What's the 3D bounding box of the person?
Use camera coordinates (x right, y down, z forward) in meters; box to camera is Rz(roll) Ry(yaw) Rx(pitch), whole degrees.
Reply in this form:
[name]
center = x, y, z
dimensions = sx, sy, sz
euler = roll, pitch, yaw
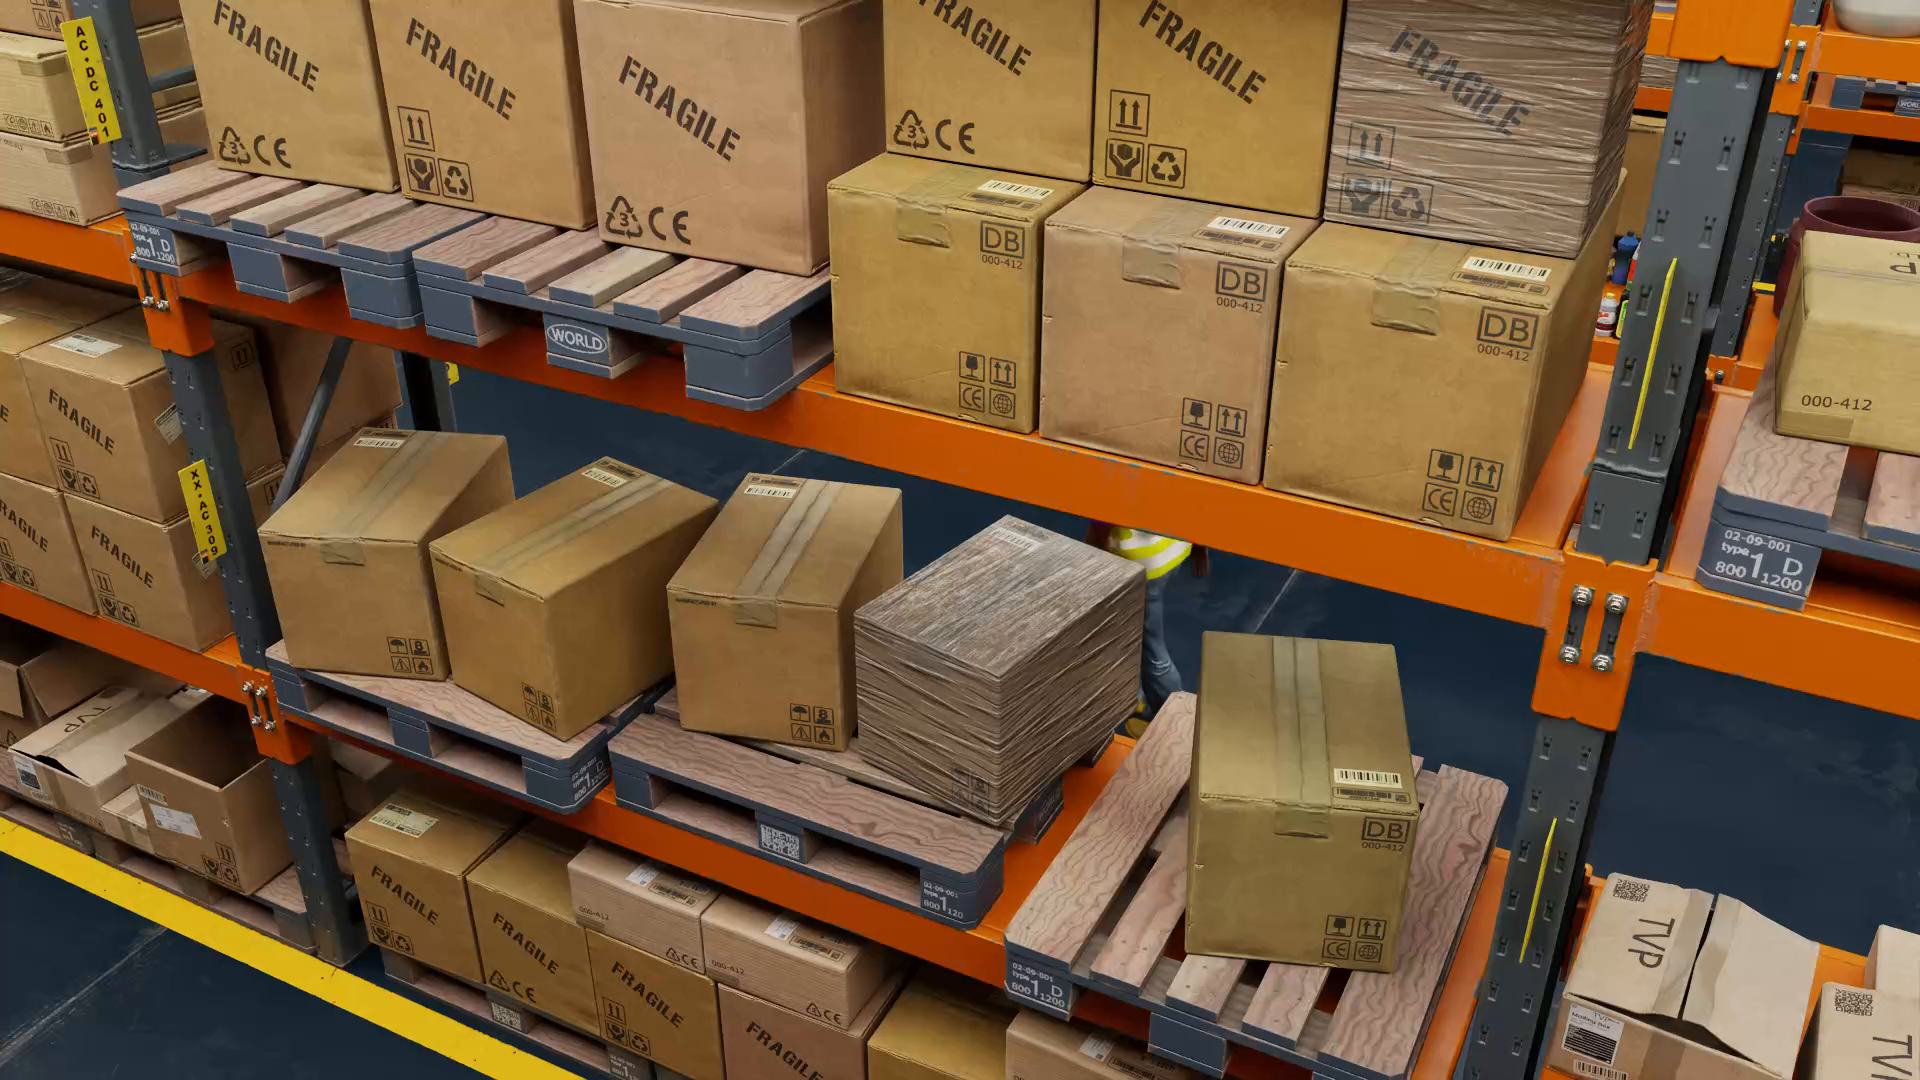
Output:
[person]
center = 0.766, 0.130, 6.936
dimensions = 0.581, 1.758, 0.606
euler = 23, 37, 34
